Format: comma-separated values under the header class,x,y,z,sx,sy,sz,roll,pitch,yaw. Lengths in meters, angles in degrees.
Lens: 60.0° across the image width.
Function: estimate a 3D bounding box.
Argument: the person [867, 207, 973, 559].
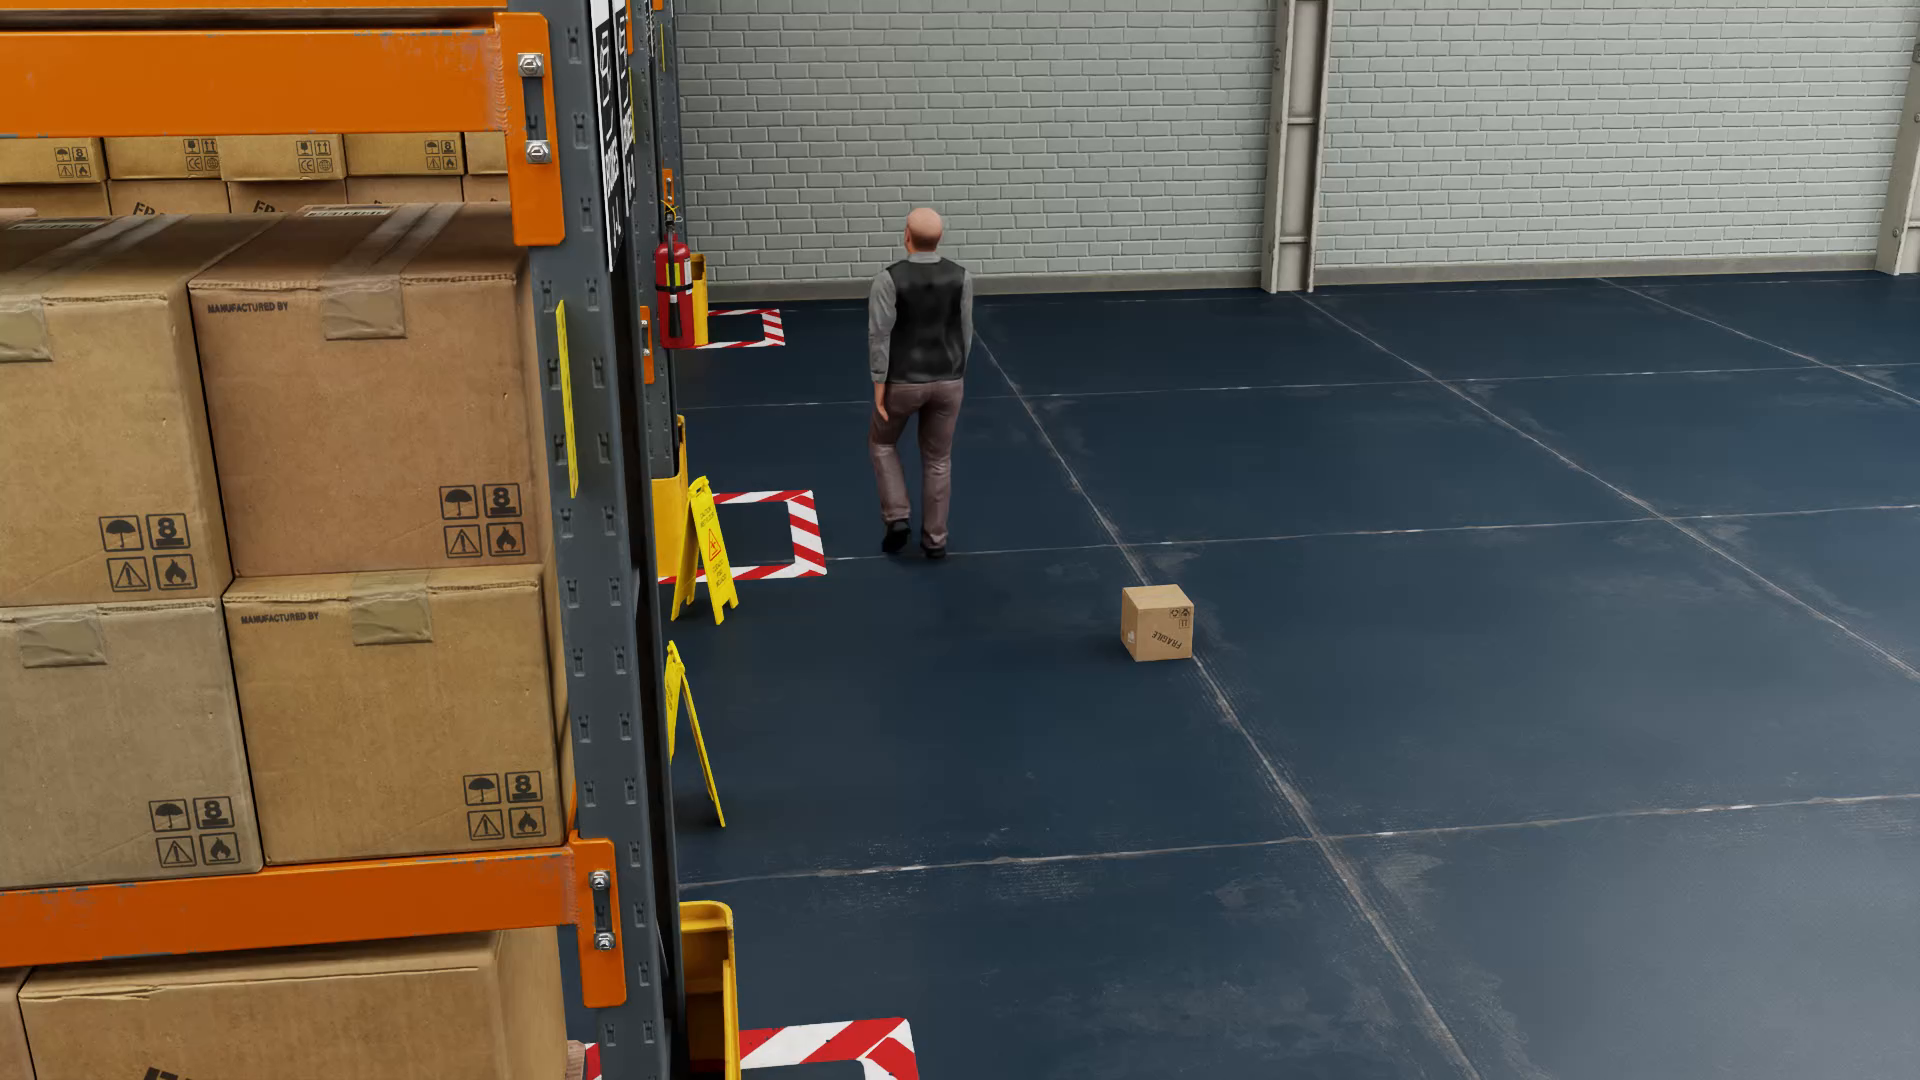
class,x,y,z,sx,sy,sz,roll,pitch,yaw
person,-0.202,-0.753,8.176,0.546,1.755,0.483,-5,21,-14
